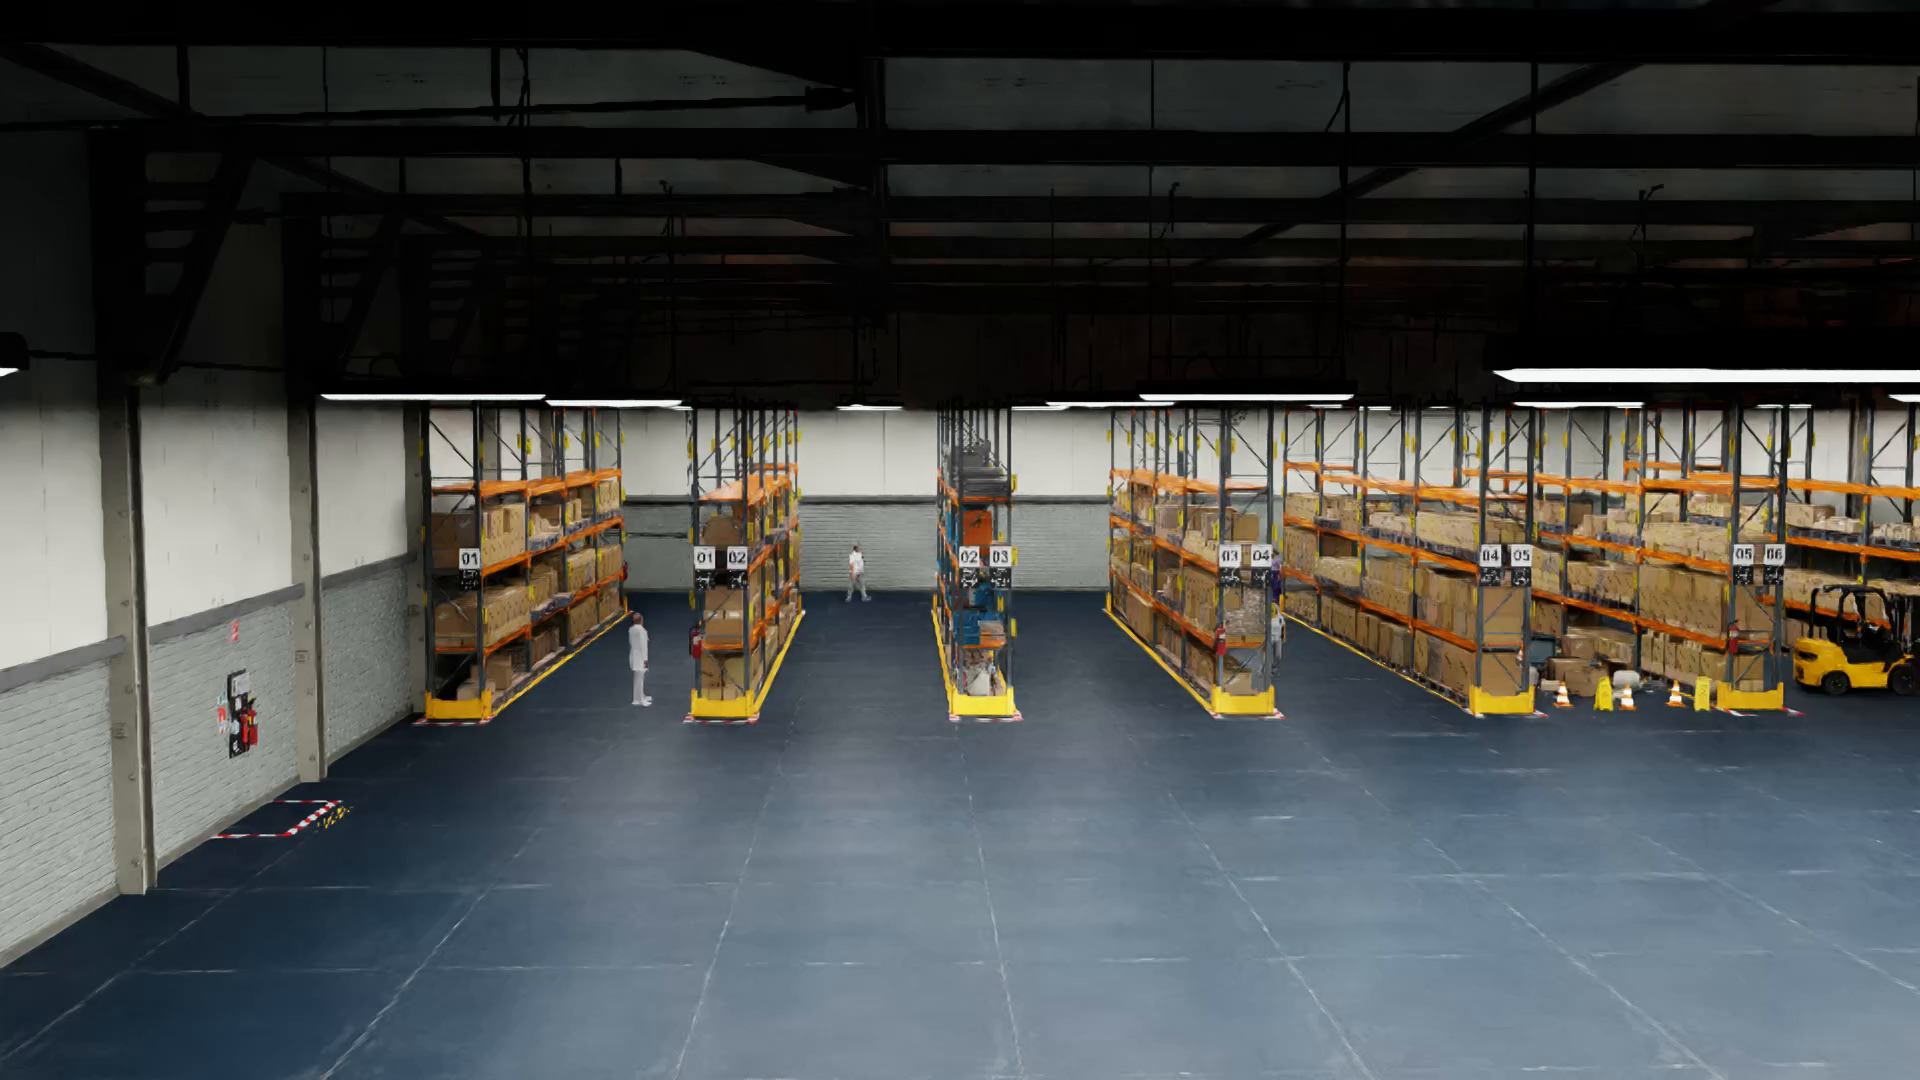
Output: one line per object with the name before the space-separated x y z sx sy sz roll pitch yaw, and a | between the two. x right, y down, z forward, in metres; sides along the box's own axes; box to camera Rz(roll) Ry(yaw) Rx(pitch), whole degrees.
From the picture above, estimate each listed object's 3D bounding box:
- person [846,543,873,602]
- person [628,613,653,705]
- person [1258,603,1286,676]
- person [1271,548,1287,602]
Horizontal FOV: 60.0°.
person | -3.132 0.963 50.167 0.480 1.753 0.743 3 5 36
person | -6.219 2.310 32.464 0.504 1.788 0.640 -3 5 -33
person | 6.747 2.151 35.945 0.626 1.610 0.578 -1 4 -8
person | 9.493 1.063 49.636 0.468 1.640 0.652 -2 5 -29
